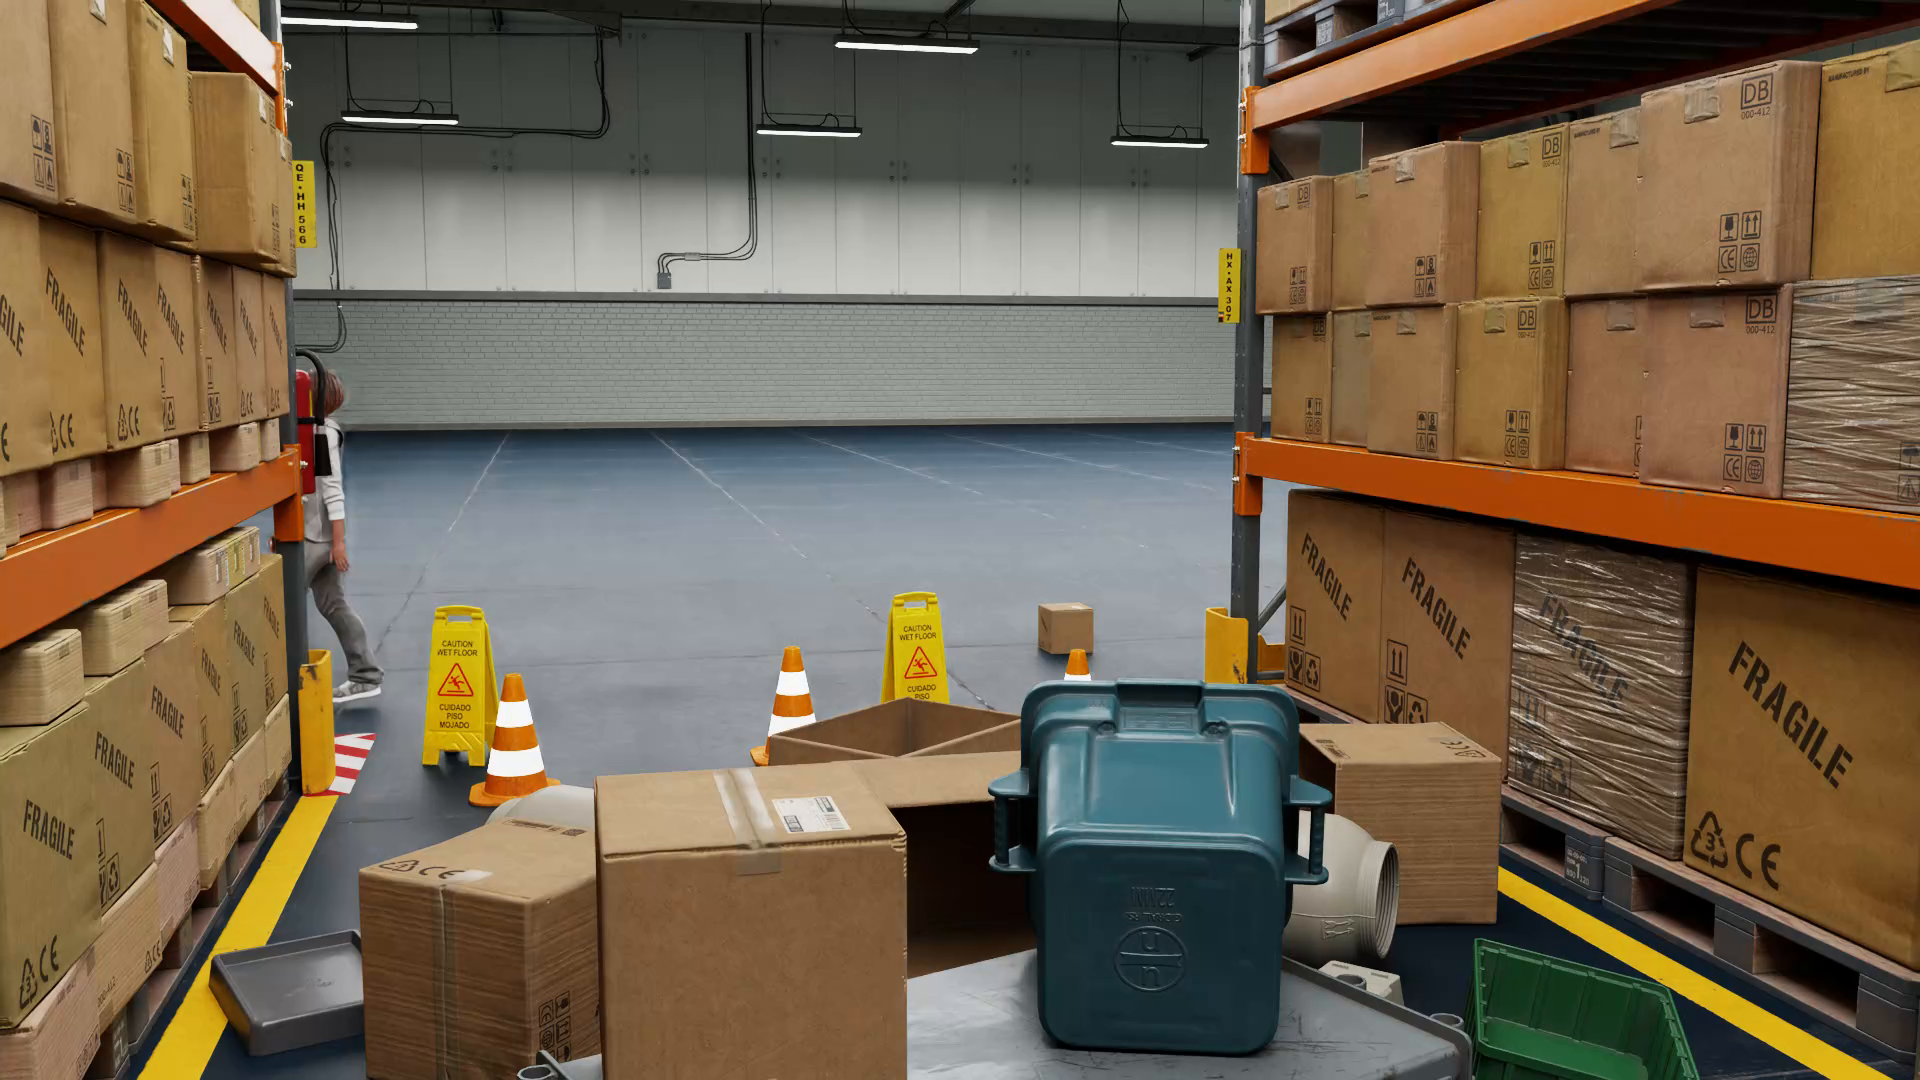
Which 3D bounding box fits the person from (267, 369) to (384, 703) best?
[{"bbox_3d":[-3.059,0.020,7.739,0.679,1.625,0.451,-3,7,-23],"label":"person"}]
